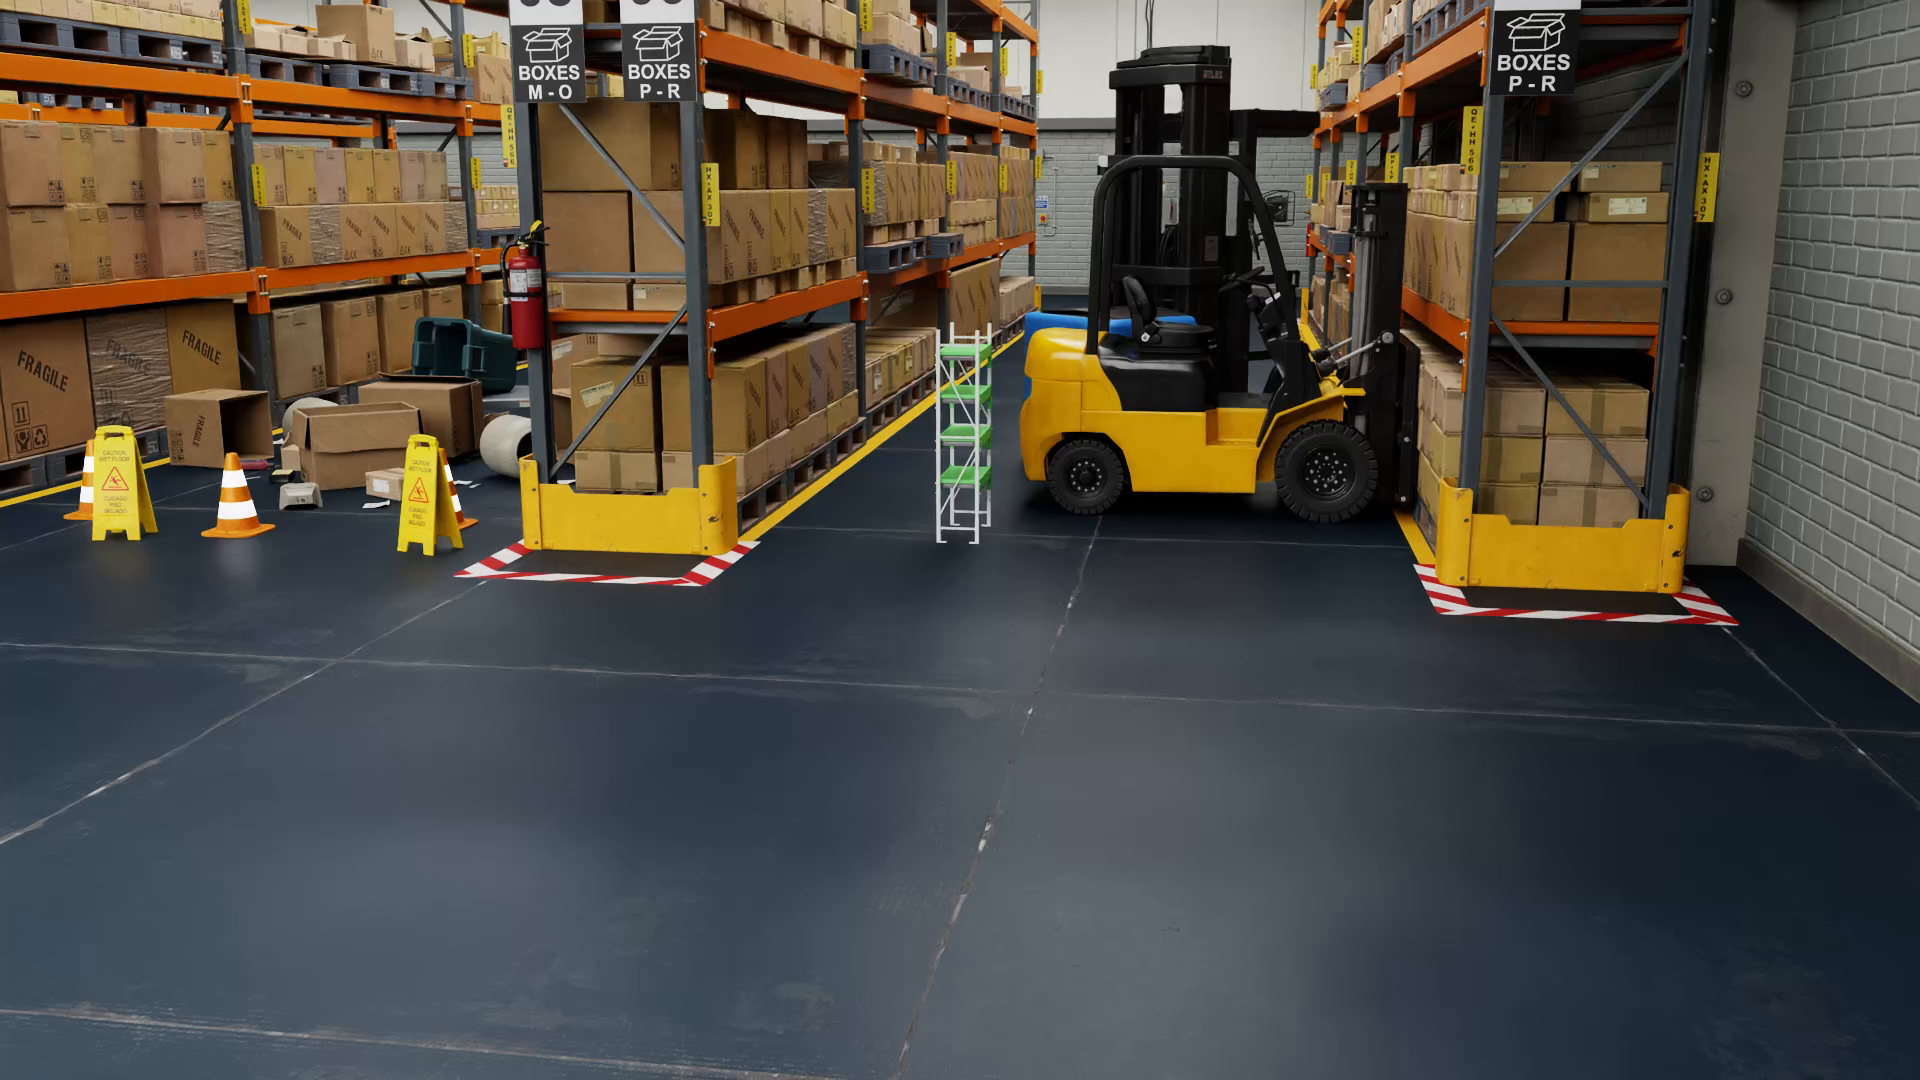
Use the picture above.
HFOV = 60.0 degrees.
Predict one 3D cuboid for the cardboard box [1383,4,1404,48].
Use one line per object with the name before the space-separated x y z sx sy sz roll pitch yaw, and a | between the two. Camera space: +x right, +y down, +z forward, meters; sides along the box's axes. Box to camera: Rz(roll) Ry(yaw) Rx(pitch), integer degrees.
cardboard box | 3.652 -4.086 13.190 0.500 0.311 0.500 1 12 7

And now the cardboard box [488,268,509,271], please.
cardboard box | -5.372 -3.149 20.142 0.500 0.250 0.500 2 12 10

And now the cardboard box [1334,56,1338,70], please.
cardboard box | 4.350 -5.287 18.444 0.380 0.149 0.250 2 12 8

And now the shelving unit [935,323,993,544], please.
shelving unit | 0.025 -0.621 9.527 0.258 1.200 0.503 2 12 9

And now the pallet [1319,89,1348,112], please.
pallet | 4.725 -4.997 18.886 1.213 0.211 1.003 2 12 9

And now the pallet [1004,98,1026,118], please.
pallet | 0.315 -5.762 22.201 1.003 0.211 1.213 2 12 9

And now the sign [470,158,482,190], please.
sign | -4.984 -3.771 17.125 0.100 0.325 0.005 2 12 9

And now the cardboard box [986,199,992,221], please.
cardboard box | 0.092 -3.883 19.561 0.500 0.250 0.500 2 12 10

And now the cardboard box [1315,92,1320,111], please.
cardboard box | 5.171 -6.044 22.946 0.500 0.250 0.500 2 12 8

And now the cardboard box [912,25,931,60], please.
cardboard box | -0.717 -4.889 16.696 0.797 0.503 0.637 1 12 5

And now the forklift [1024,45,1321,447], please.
forklift | 1.956 -2.144 12.486 3.031 2.935 1.130 -8 15 -34

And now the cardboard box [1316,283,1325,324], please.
cardboard box | 4.992 -3.055 21.485 0.700 0.500 0.500 1 12 7

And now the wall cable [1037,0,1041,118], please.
wall cable | 1.201 -8.875 29.313 0.463 3.000 0.029 2 12 9

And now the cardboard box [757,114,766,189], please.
cardboard box | -1.727 -2.640 11.306 0.700 0.500 0.500 2 12 7

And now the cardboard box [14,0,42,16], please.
cardboard box | -6.200 -3.479 10.757 0.380 0.149 0.250 2 12 8

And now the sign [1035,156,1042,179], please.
sign | 1.138 -5.410 24.166 0.100 0.325 0.005 2 12 9

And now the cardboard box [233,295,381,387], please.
cardboard box | -5.989 -1.828 15.201 1.050 0.750 0.750 2 12 9

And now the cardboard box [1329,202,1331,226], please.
cardboard box | 4.301 -3.619 18.487 0.396 0.266 0.258 2 12 11

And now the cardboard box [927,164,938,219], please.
cardboard box | -0.490 -3.271 15.613 0.500 0.500 0.500 2 12 8

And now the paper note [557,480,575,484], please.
paper note | -2.684 -0.401 11.282 0.142 0.019 0.148 -2 12 -11

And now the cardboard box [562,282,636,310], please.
cardboard box | -2.010 -1.380 9.373 0.380 0.149 0.250 2 12 11

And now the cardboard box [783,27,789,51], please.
cardboard box | -1.290 -3.145 10.445 0.380 0.149 0.250 2 12 7

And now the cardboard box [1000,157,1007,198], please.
cardboard box | 0.302 -4.545 20.852 0.500 0.500 0.500 2 12 9

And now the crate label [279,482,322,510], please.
crate label | -4.155 -0.281 10.471 0.250 0.136 0.298 -5 13 -21

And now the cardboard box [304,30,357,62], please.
cardboard box | -5.651 -4.428 14.883 0.396 0.266 0.258 2 12 9

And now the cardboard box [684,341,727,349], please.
cardboard box | -1.830 -1.035 10.924 0.500 0.500 0.500 2 12 7

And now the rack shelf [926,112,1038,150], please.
rack shelf | 0.297 -5.447 22.236 1.077 0.370 4.000 2 12 9

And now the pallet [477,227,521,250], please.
pallet | -5.529 -3.281 18.052 1.213 0.211 1.003 2 12 9

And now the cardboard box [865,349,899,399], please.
cardboard box | -1.056 -1.430 14.252 0.950 0.372 0.625 3 12 12

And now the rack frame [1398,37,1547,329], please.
rack frame | 3.664 -2.091 12.074 1.000 3.000 0.127 2 12 9

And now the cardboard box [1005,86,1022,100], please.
cardboard box | 0.624 -6.299 23.605 0.500 0.250 0.500 1 12 3

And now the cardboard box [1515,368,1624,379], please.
cardboard box | 3.383 -0.806 9.270 0.500 0.250 0.500 2 12 9

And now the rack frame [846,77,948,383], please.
rack frame | -0.626 -3.083 16.681 1.000 3.000 0.127 2 12 9

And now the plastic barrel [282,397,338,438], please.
plastic barrel | -4.807 -0.845 12.409 0.421 0.421 0.512 -10 16 -40

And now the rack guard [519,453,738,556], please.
rack guard | -1.845 -0.212 9.290 1.175 0.500 0.348 2 12 9

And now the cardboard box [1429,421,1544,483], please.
cardboard box | 2.815 -0.475 8.921 0.500 0.250 0.500 2 12 8

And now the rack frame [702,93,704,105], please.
rack frame | -4.303 -7.821 24.423 1.000 3.000 0.127 2 12 9

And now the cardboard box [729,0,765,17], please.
cardboard box | -1.429 -3.157 9.552 0.500 0.250 0.500 2 12 8

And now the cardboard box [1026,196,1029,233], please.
cardboard box | 0.699 -4.585 23.409 0.500 0.500 0.500 2 12 7

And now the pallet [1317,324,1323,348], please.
pallet | 5.001 -2.536 20.759 1.003 0.211 1.213 2 12 9

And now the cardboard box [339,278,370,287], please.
cardboard box | -9.347 -3.911 24.568 0.875 0.875 0.875 2 12 9

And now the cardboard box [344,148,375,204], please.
cardboard box | -5.843 -3.349 15.301 0.700 0.500 0.500 2 12 8

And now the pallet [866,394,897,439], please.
pallet | -1.123 -1.050 13.863 1.003 0.211 1.213 2 12 9

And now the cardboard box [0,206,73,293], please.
cardboard box | -6.478 -1.937 11.006 0.875 0.550 0.550 2 12 9

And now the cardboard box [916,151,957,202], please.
cardboard box | -0.309 -3.716 17.004 0.500 0.500 0.500 1 12 7

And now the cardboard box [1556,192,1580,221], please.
cardboard box | 3.332 -1.740 8.668 0.380 0.149 0.250 2 12 9

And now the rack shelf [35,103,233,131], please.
rack shelf | -10.111 -4.935 19.862 1.077 0.370 4.000 2 12 9

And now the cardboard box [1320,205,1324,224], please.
cardboard box | 4.884 -4.150 21.281 0.500 0.250 0.500 2 12 8

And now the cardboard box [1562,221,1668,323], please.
cardboard box | 3.399 -1.401 8.637 0.500 0.500 0.500 2 12 10

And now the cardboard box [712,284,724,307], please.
cardboard box | -1.575 -1.412 9.523 0.380 0.149 0.250 2 12 9
